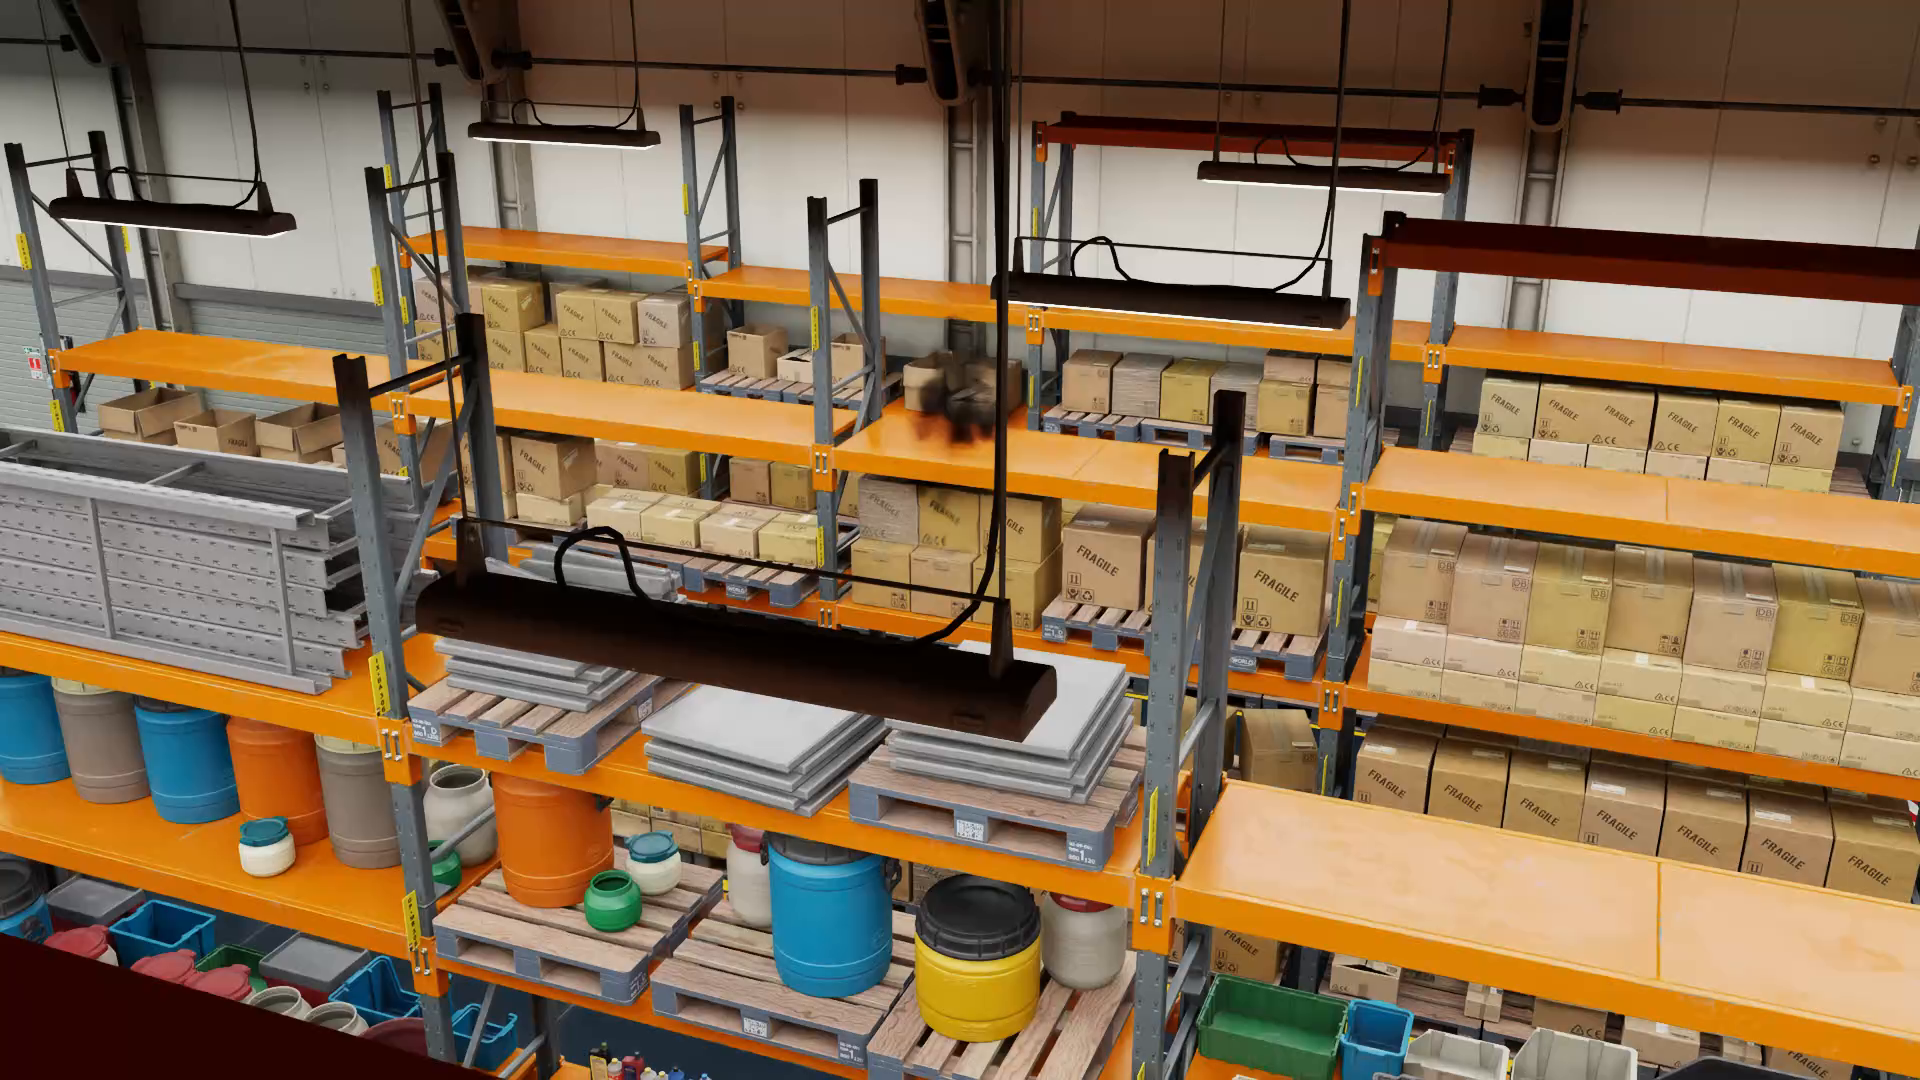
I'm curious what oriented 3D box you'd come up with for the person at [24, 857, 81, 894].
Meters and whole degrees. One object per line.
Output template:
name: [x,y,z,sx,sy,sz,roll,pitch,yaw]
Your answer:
person: [-7.404,2.450,13.582,0.720,1.687,0.664,5,22,14]
